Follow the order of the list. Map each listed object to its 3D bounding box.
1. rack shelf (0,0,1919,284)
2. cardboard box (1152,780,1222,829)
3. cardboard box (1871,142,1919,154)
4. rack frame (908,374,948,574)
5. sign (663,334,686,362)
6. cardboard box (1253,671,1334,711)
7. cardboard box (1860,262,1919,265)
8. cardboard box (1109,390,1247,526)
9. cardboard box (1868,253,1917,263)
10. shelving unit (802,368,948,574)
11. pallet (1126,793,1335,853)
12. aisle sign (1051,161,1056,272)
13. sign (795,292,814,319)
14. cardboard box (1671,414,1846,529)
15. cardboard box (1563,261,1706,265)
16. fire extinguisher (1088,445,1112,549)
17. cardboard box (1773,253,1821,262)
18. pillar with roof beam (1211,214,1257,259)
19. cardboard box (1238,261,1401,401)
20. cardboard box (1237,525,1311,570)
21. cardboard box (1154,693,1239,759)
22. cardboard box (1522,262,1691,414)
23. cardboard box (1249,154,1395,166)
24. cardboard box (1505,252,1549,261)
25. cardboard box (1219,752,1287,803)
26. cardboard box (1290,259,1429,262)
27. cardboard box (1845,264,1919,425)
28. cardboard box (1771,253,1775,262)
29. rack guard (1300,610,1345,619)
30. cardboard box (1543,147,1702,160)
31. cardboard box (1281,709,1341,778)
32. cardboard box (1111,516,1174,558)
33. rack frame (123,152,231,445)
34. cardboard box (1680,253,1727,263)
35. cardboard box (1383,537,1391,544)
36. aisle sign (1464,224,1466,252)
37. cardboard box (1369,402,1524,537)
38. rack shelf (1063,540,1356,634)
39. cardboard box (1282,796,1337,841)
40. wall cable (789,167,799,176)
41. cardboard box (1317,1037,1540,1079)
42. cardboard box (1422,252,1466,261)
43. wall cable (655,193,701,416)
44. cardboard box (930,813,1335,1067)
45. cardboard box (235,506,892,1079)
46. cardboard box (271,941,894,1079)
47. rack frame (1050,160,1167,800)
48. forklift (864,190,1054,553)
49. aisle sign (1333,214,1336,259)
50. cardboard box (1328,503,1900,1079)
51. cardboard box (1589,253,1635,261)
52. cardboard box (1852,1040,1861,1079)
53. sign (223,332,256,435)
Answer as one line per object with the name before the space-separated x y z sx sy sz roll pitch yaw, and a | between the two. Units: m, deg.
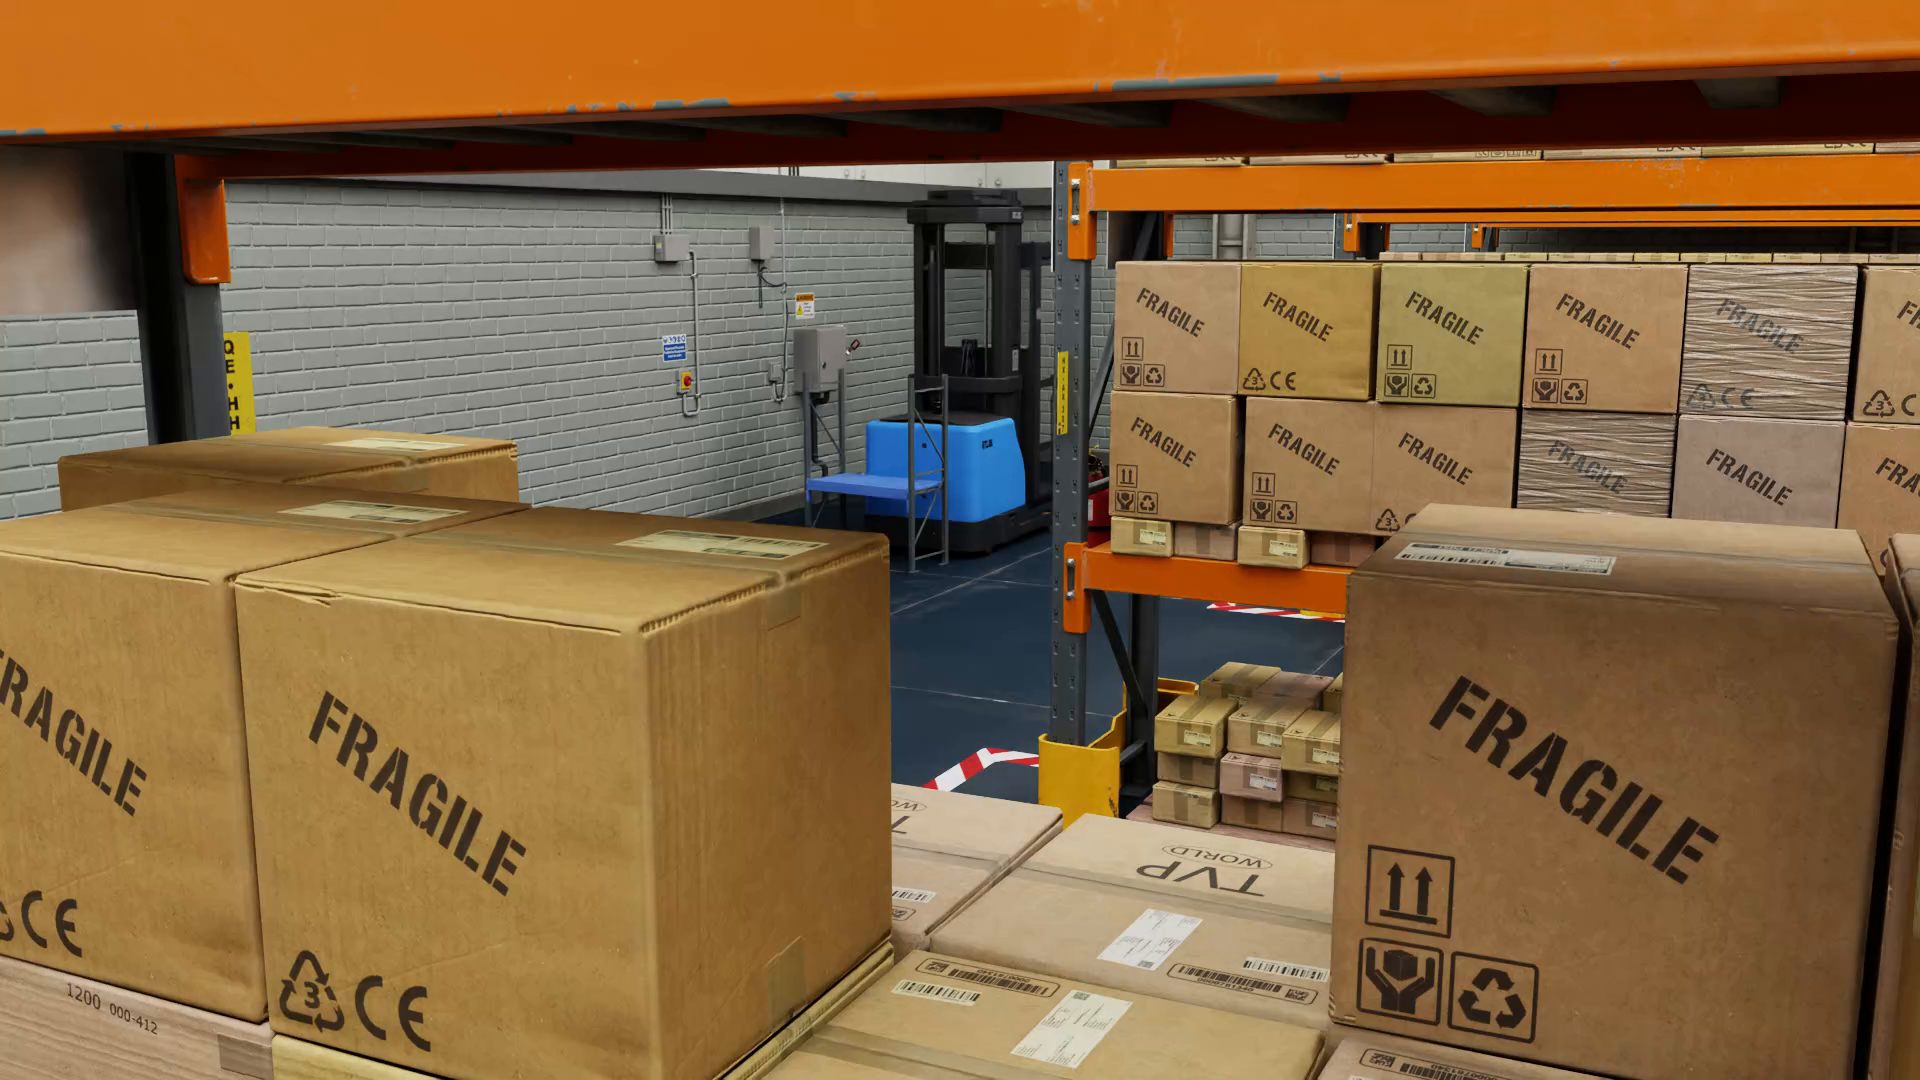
rack shelf | 0.157 -0.423 1.744 4.000 0.370 1.077 5 11 26
cardboard box | 0.977 1.046 6.856 0.250 0.149 0.380 5 12 27
cardboard box | 3.233 -1.367 5.358 0.500 0.250 0.500 5 11 26
rack frame | -0.244 -0.517 12.873 0.032 1.500 0.500 7 12 33
sign | -2.395 -1.612 13.957 0.001 0.218 0.327 5 11 26
cardboard box | 1.435 0.691 7.147 0.250 0.149 0.380 5 12 27
cardboard box | 3.467 -0.728 5.908 0.500 0.500 0.500 5 11 24
cardboard box | 0.929 -0.359 6.676 0.500 0.500 0.500 6 12 29
cardboard box | 5.510 -1.620 9.846 0.250 0.149 0.380 5 11 26
shelving unit | -0.668 -0.567 13.150 1.048 1.500 0.538 7 12 33
pallet | 1.429 1.205 6.981 1.213 0.211 1.003 5 11 26
aisle sign | 0.450 -1.480 6.686 0.004 0.787 0.394 5 11 26
sign | -1.469 -2.220 15.755 0.001 0.242 0.339 5 11 26
cardboard box | 2.766 -0.197 5.780 0.500 0.500 0.500 5 11 26
cardboard box | 2.569 -0.814 6.380 0.500 0.500 0.500 5 11 24
fire extinguisher | 0.627 -0.115 7.708 0.183 0.674 0.296 5 11 26
cardboard box | 5.035 -1.651 10.018 0.250 0.149 0.380 5 11 25
pillar with roof beam | 1.017 -4.456 13.581 0.400 9.000 9.100 5 11 26
cardboard box | 1.389 -0.814 6.382 0.500 0.500 0.500 5 12 27
cardboard box | 1.258 0.002 6.504 0.250 0.149 0.380 5 11 24
cardboard box | 0.968 0.756 6.786 0.250 0.149 0.380 4 11 23
cardboard box | 2.304 -0.730 5.917 0.500 0.500 0.500 5 11 24
cardboard box | 1.408 -1.527 6.243 0.500 0.250 0.500 5 12 28
cardboard box | 3.637 -1.764 10.644 0.250 0.149 0.380 5 11 24
cardboard box | 1.225 0.920 6.717 0.250 0.149 0.380 5 11 26
cardboard box | 1.623 -0.894 6.826 0.500 0.500 0.500 5 11 24
cardboard box | 3.228 -0.649 5.471 0.500 0.500 0.500 5 11 24
cardboard box | 5.261 -1.739 10.507 0.250 0.149 0.380 5 11 24
rack guard | 2.726 0.187 11.796 0.348 0.500 1.175 5 11 26
cardboard box | 2.334 -1.446 5.796 0.500 0.250 0.500 5 11 26
cardboard box | 1.438 0.799 6.550 0.250 0.149 0.380 5 11 26
cardboard box | 0.794 -0.042 6.743 0.250 0.149 0.380 5 11 25
rack frame | -1.635 0.541 2.821 0.053 2.616 0.949 5 11 26
cardboard box | 4.573 -1.688 10.225 0.250 0.149 0.380 5 11 26
cardboard box | 1.783 0.025 6.372 0.250 0.149 0.380 5 11 25
aisle sign | 4.750 -3.072 15.484 0.004 0.787 0.394 5 11 26
cardboard box | 1.854 -0.280 6.241 0.500 0.500 0.500 5 11 27
rack shelf | 2.442 0.269 6.344 4.000 0.370 1.077 5 11 26
cardboard box | 1.473 1.072 6.713 0.250 0.149 0.380 5 11 26
wall cable | -0.876 -4.977 16.358 0.133 3.039 2.988 5 11 26
cardboard box | 0.515 0.710 1.469 0.500 0.250 0.500 5 12 27
cardboard box | 3.210 -1.821 10.957 0.250 0.149 0.380 5 12 27
wall cable | -2.319 -1.998 13.904 0.123 1.953 0.585 5 11 26
cardboard box | 0.295 0.585 2.162 0.500 0.250 0.500 5 11 26
cardboard box | -0.410 0.260 1.853 0.500 0.500 0.500 5 11 24
cardboard box | -0.408 0.630 1.915 0.500 0.250 0.500 5 11 24
rack frame | 0.648 -0.243 7.151 0.127 3.000 1.000 5 11 26
forklift | 0.273 -1.555 14.592 1.130 2.935 3.031 5 11 24
aisle sign | 2.555 -2.280 11.107 0.004 0.787 0.394 5 11 26
cardboard box | 0.727 0.256 1.874 0.500 0.500 0.500 5 11 24
cardboard box | 4.101 -1.725 10.430 0.250 0.149 0.380 5 11 26
cardboard box | 1.201 0.665 1.720 0.500 0.250 0.500 5 11 26
sign | -1.384 -0.231 3.166 0.005 0.325 0.100 5 11 26
